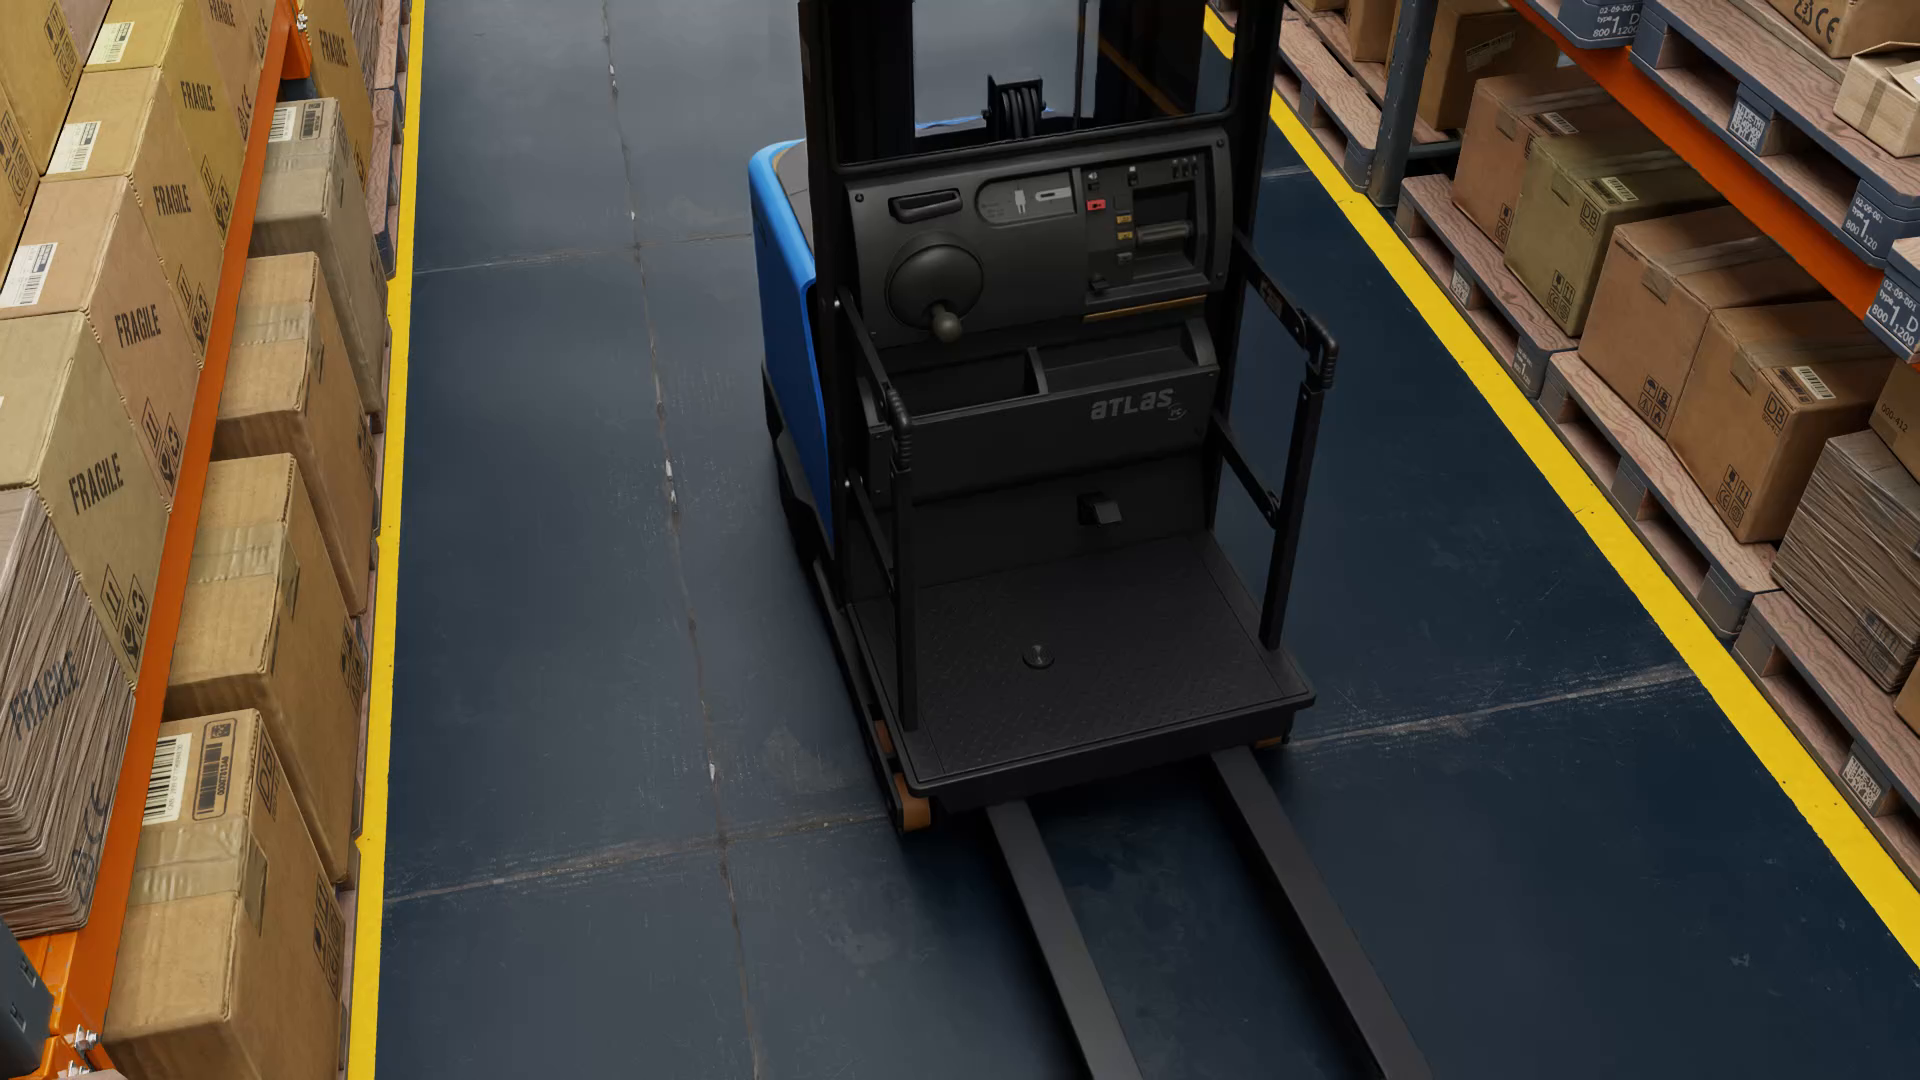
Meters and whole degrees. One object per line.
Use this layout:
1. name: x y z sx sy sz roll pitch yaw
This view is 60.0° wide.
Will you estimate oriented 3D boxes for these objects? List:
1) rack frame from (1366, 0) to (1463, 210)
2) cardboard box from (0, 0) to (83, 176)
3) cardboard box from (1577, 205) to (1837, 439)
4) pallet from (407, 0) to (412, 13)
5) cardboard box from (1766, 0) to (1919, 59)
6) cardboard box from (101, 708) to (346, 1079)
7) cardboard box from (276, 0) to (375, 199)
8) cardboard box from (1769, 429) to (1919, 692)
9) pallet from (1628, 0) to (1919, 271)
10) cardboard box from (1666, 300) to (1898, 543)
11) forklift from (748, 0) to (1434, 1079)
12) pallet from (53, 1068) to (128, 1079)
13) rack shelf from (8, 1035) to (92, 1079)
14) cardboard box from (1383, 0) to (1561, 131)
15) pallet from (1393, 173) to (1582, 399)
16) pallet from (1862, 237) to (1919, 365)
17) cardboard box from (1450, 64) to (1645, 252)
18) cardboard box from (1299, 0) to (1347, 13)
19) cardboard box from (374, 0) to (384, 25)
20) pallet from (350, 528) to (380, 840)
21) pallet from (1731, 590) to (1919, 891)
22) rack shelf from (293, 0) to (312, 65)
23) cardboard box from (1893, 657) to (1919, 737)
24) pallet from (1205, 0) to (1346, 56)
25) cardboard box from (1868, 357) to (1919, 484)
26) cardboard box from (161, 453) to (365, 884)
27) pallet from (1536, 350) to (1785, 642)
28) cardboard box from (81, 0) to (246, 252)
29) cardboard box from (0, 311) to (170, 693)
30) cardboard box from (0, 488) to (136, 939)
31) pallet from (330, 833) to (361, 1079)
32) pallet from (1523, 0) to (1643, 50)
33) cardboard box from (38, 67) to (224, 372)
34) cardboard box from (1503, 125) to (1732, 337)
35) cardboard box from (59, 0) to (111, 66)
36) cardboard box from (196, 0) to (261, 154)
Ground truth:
1. rack frame: 2.174 -2.575 5.891 1.000 3.000 0.127 -8 42 -9
2. cardboard box: -2.248 -1.032 3.324 0.700 0.500 0.500 -9 42 -10
3. cardboard box: 2.491 -0.729 5.363 0.700 0.500 0.500 -12 43 -13
4. pallet: -3.305 -2.972 8.440 1.003 0.211 1.213 -8 42 -9
5. cardboard box: 2.639 -1.660 4.466 0.797 0.503 0.637 -4 42 -5
6. cardboard box: -0.293 -1.175 5.324 5.455 1.239 5.693 -9 42 -10
7. cardboard box: -2.758 -1.710 6.201 0.875 0.875 0.875 -8 42 -9
8. cardboard box: 2.741 -0.001 4.543 0.700 0.500 0.500 -12 43 -13
9. pallet: 2.570 -1.188 4.473 1.003 0.211 1.213 -8 42 -9
10. cardboard box: 2.612 -0.367 4.956 0.700 0.500 0.500 -5 42 -6
11. forklift: 3.887 -0.690 3.820 8.118 2.935 4.943 -11 43 -12
12. pallet: -1.569 1.182 1.804 1.213 0.211 1.003 -8 42 -9
13. rack shelf: -1.396 2.229 1.022 1.077 0.370 4.000 -8 42 -9
14. cardboard box: 2.127 -2.062 6.880 0.500 0.500 0.500 -10 42 -11
15. pallet: 2.344 -1.028 6.249 1.003 0.211 1.213 -8 42 -9
16. pallet: 2.780 -0.357 3.537 1.213 0.211 1.003 -8 42 -9
17. cardboard box: 2.286 -1.403 6.123 0.700 0.500 0.500 -11 43 -13
18. cardboard box: 1.785 -2.823 7.738 0.500 0.500 0.500 -12 43 -13
19. cardboard box: -3.151 -2.885 7.524 0.875 0.875 0.875 -9 42 -10
20. pallet: -2.184 0.395 4.646 1.003 0.211 1.213 -8 42 -9
21. pallet: 10.684 1.291 3.636 15.783 0.211 6.755 -8 42 -9
22. rack shelf: -3.122 -2.957 6.864 1.077 0.370 4.000 -8 42 -9
23. cardboard box: 2.873 0.357 4.140 0.700 0.500 0.500 -10 43 -12
24. pallet: 1.728 -2.755 8.194 1.003 0.211 1.213 -8 42 -9
25. cardboard box: 2.739 -0.265 4.275 0.500 0.250 0.500 -4 42 -4
26. cardboard box: -2.063 0.374 3.948 1.050 0.750 0.750 -8 42 -9
27. pallet: 2.611 -0.235 5.356 1.003 0.211 1.213 -8 42 -9
28. cardboard box: -2.099 -1.012 4.055 0.500 0.500 0.500 -8 42 -9
29. cardboard box: -1.773 -0.033 2.952 0.500 0.500 0.500 -9 42 -10
30. cardboard box: -1.661 0.296 2.582 0.500 0.500 0.500 -8 42 -9
31. pallet: -1.924 1.184 3.757 1.003 0.211 1.213 -8 42 -9
32. pallet: 2.197 -1.987 5.373 1.003 0.211 1.213 -8 42 -9
33. cardboard box: -1.987 -0.683 3.685 0.500 0.500 0.500 -9 42 -10
34. cardboard box: 2.370 -1.092 5.772 0.700 0.500 0.500 -9 42 -10
35. cardboard box: -2.356 -1.359 3.693 0.700 0.500 0.500 -8 42 -9
36. cardboard box: -2.208 -1.340 4.424 0.500 0.500 0.500 -9 42 -10
